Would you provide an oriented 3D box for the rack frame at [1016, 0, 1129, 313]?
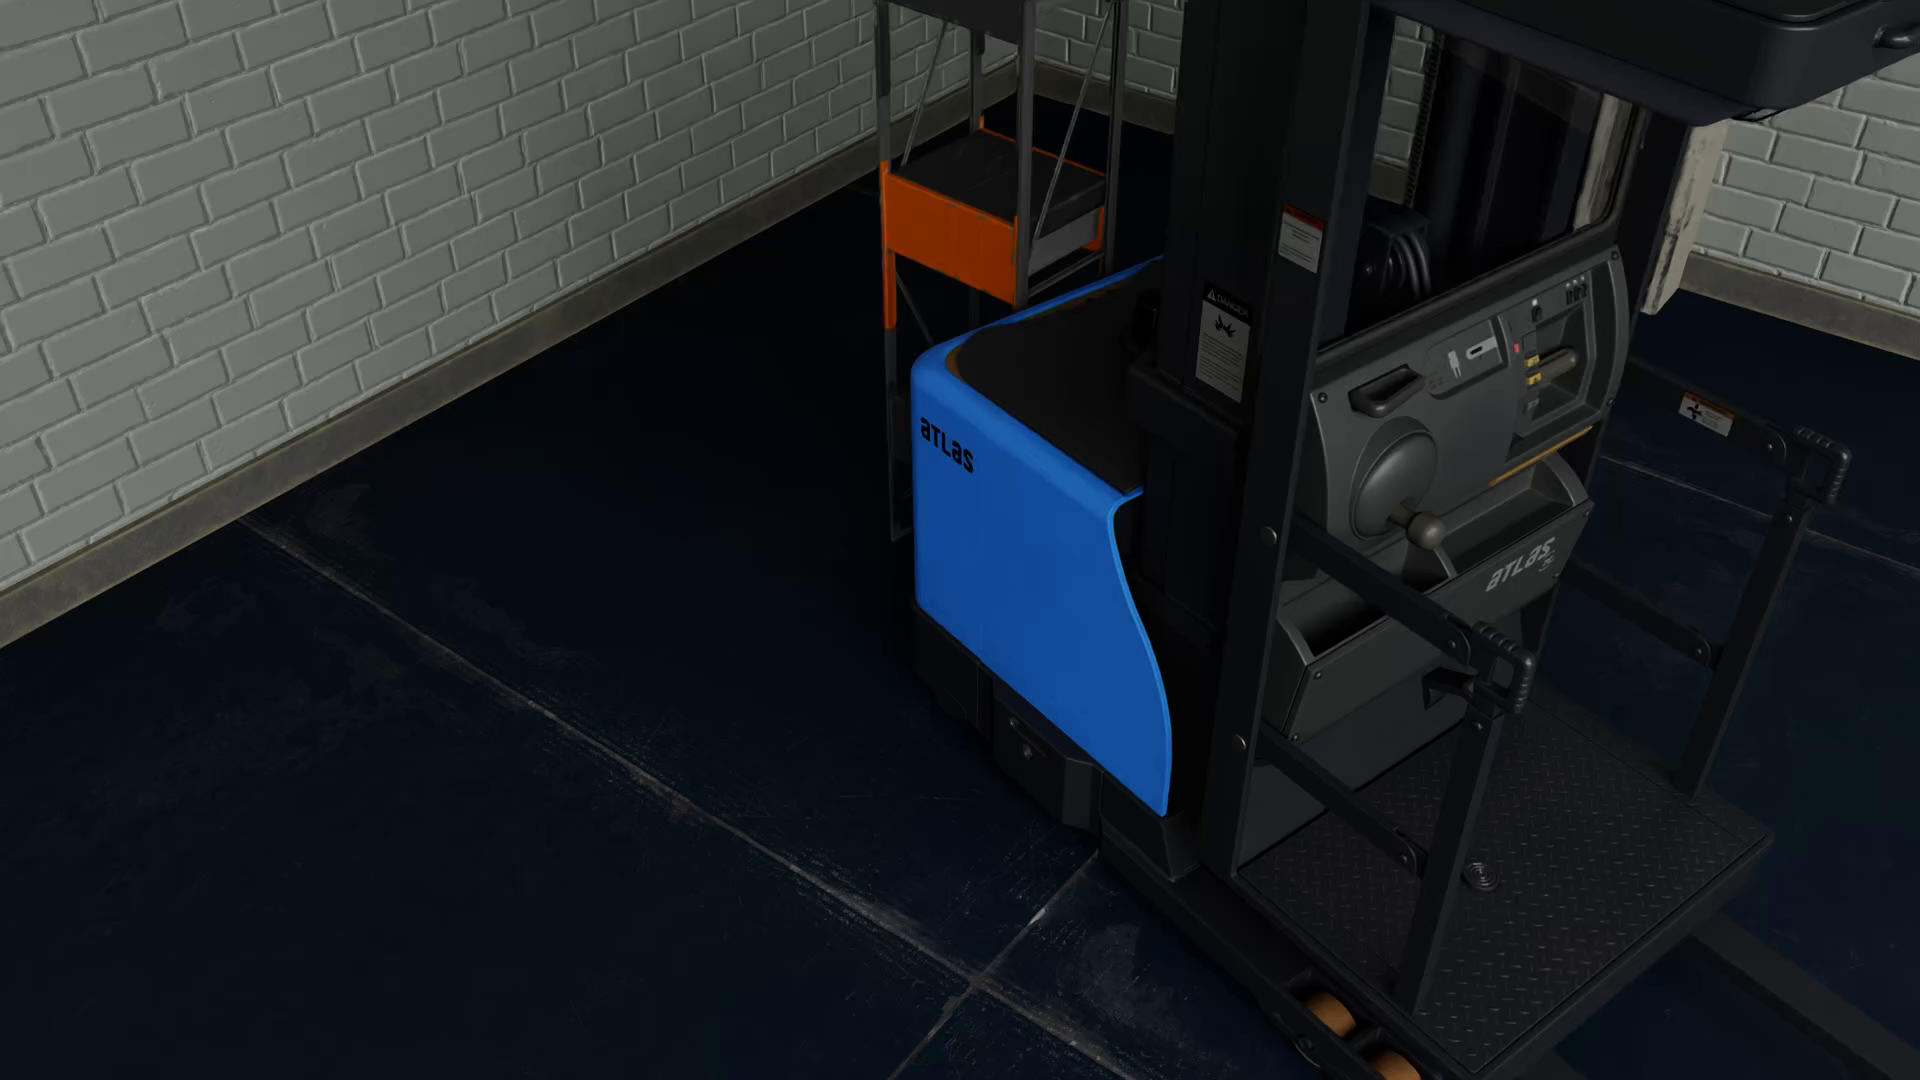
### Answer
[{"bbox_3d":[0.283,-0.711,4.455,0.015,2.100,0.400,29,47,32],"label":"rack frame"}]

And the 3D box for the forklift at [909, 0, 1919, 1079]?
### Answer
[{"bbox_3d":[1.156,-0.226,3.162,1.130,2.935,3.031,-25,45,-29],"label":"forklift"}]

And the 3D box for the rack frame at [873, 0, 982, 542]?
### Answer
[{"bbox_3d":[-0.079,-0.913,4.713,0.015,2.100,0.400,29,47,32],"label":"rack frame"}]

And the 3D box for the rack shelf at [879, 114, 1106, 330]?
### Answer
[{"bbox_3d":[0.102,-0.802,4.593,0.480,0.518,0.431,29,47,32],"label":"rack shelf"}]

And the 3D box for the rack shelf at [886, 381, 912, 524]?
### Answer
[{"bbox_3d":[0.102,-0.250,5.024,0.480,0.518,0.431,29,47,32],"label":"rack shelf"}]

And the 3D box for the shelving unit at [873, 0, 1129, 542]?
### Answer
[{"bbox_3d":[0.102,-0.812,4.584,0.503,2.100,0.431,29,47,32],"label":"shelving unit"}]

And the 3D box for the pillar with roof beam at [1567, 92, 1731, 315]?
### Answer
[{"bbox_3d":[-0.033,-2.440,1.067,0.400,9.000,9.100,25,45,29],"label":"pillar with roof beam"}]

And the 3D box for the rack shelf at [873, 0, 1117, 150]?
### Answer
[{"bbox_3d":[0.102,-1.353,4.161,0.480,0.518,0.431,29,47,32],"label":"rack shelf"}]
